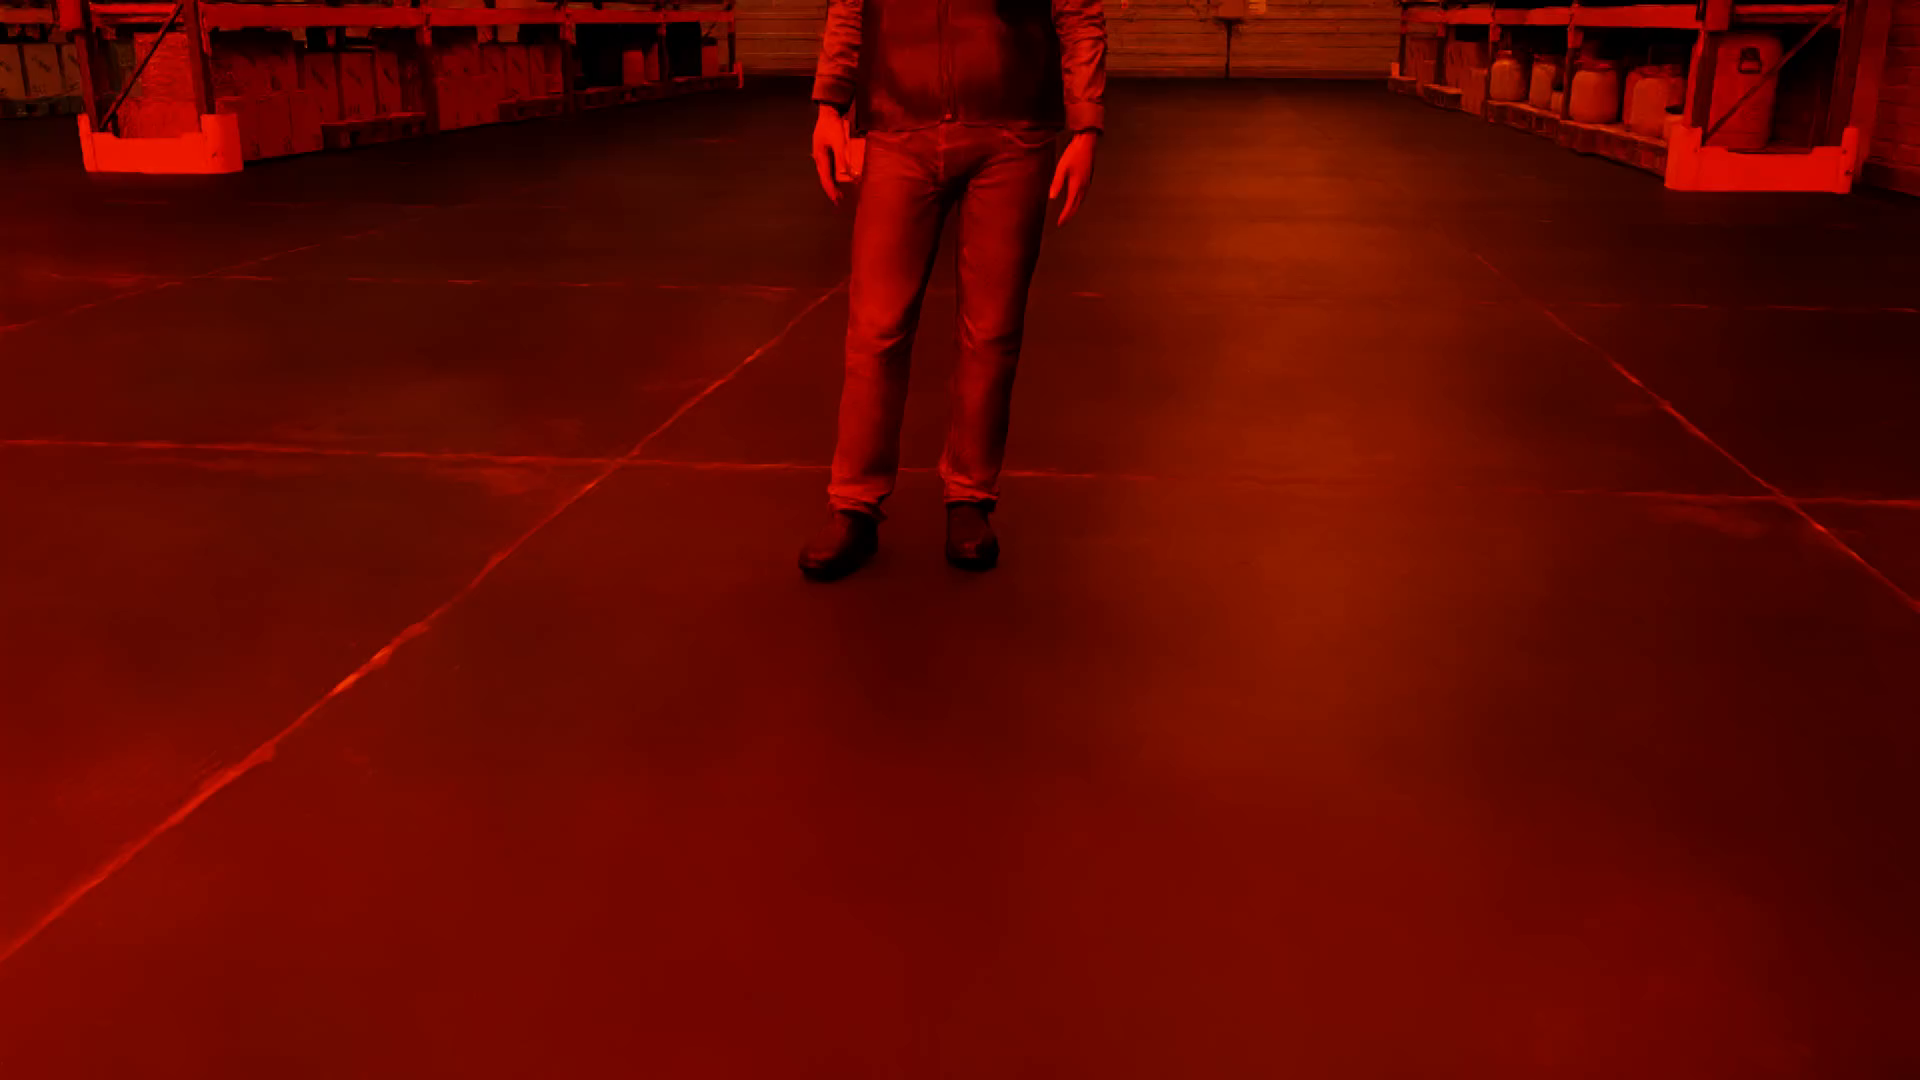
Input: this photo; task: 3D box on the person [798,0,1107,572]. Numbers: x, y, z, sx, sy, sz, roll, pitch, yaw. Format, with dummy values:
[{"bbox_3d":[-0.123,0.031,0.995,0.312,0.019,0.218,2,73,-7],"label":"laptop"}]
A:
[{"bbox_3d":[-0.016,-0.810,3.507,0.632,1.720,0.567,2,18,7],"label":"person"}]
